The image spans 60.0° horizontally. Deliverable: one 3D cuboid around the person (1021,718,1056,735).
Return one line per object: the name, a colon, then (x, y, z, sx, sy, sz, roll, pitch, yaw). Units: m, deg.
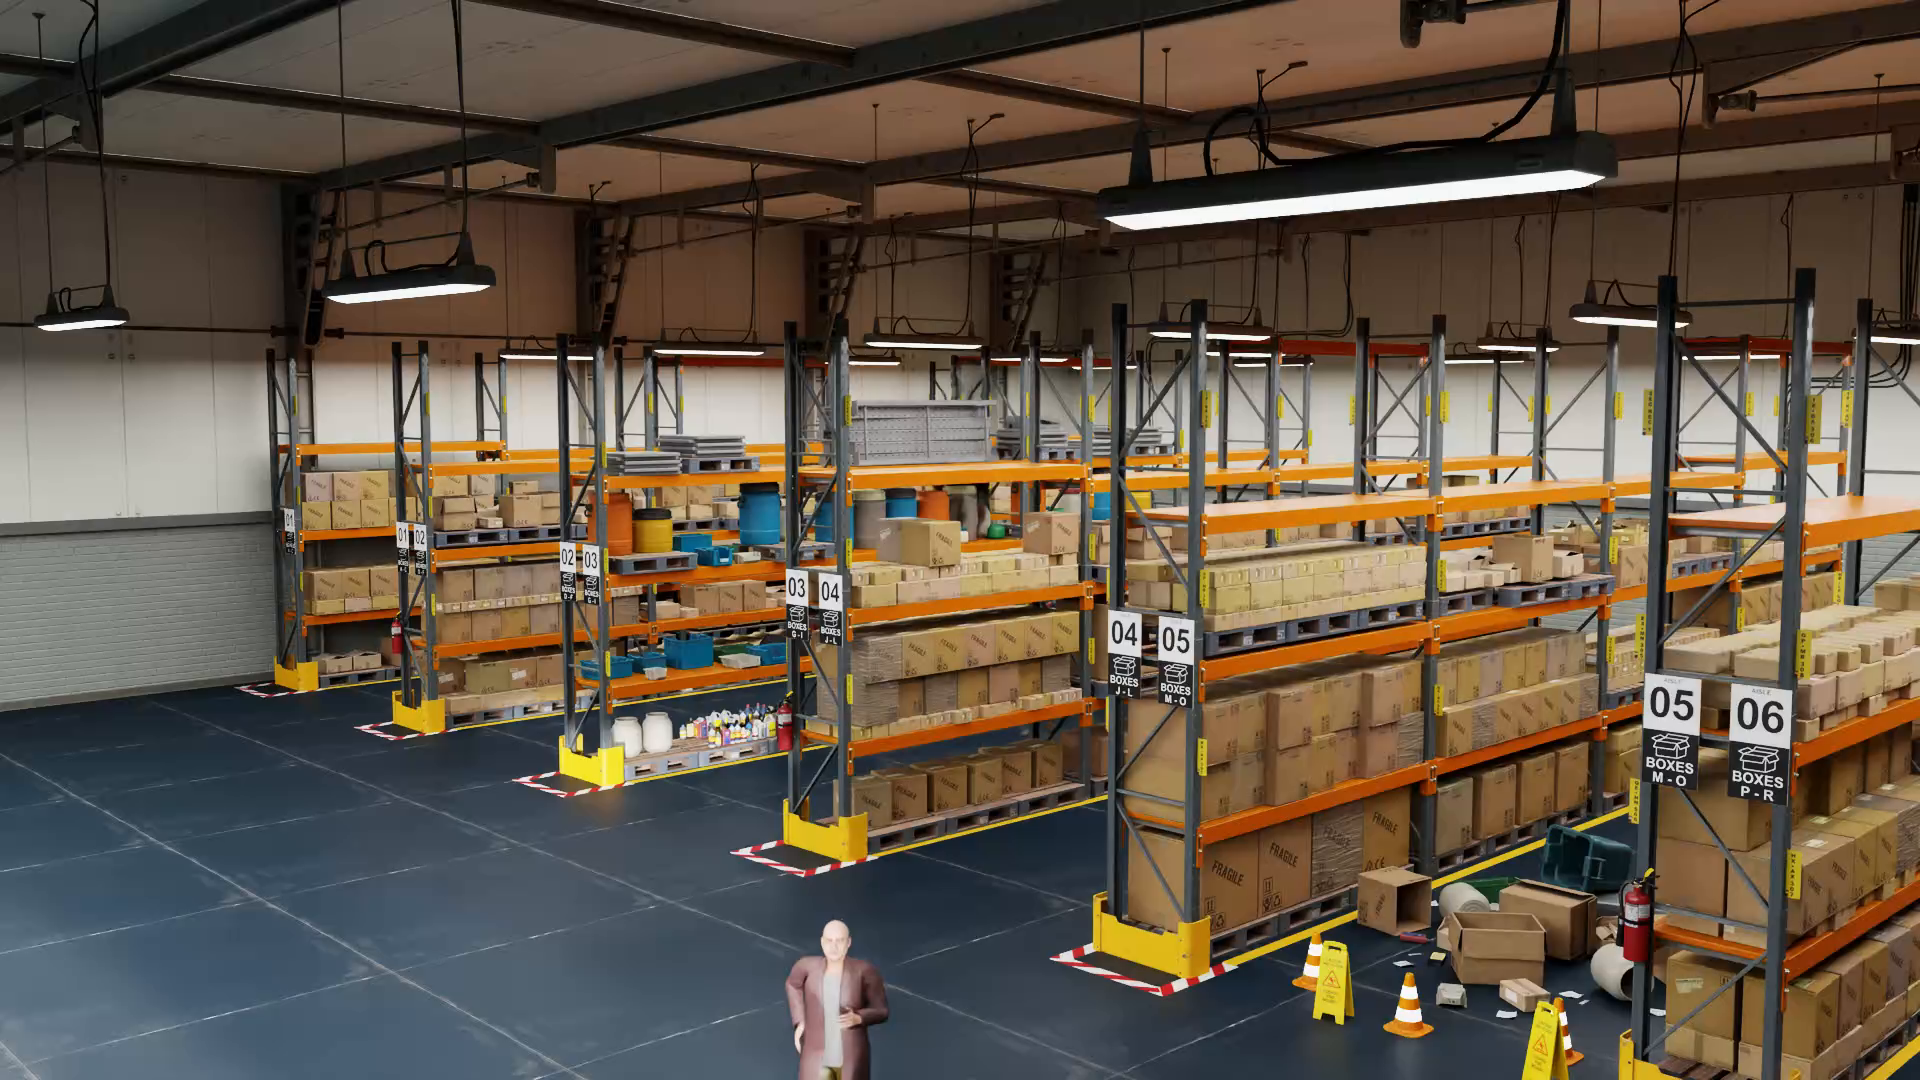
person: (1.162, 1.948, 24.147, 0.660, 1.731, 0.657, -5, 7, -43)

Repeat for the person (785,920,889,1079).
person: (-0.796, 3.340, 10.659, 0.693, 1.823, 0.892, 0, 5, 0)
